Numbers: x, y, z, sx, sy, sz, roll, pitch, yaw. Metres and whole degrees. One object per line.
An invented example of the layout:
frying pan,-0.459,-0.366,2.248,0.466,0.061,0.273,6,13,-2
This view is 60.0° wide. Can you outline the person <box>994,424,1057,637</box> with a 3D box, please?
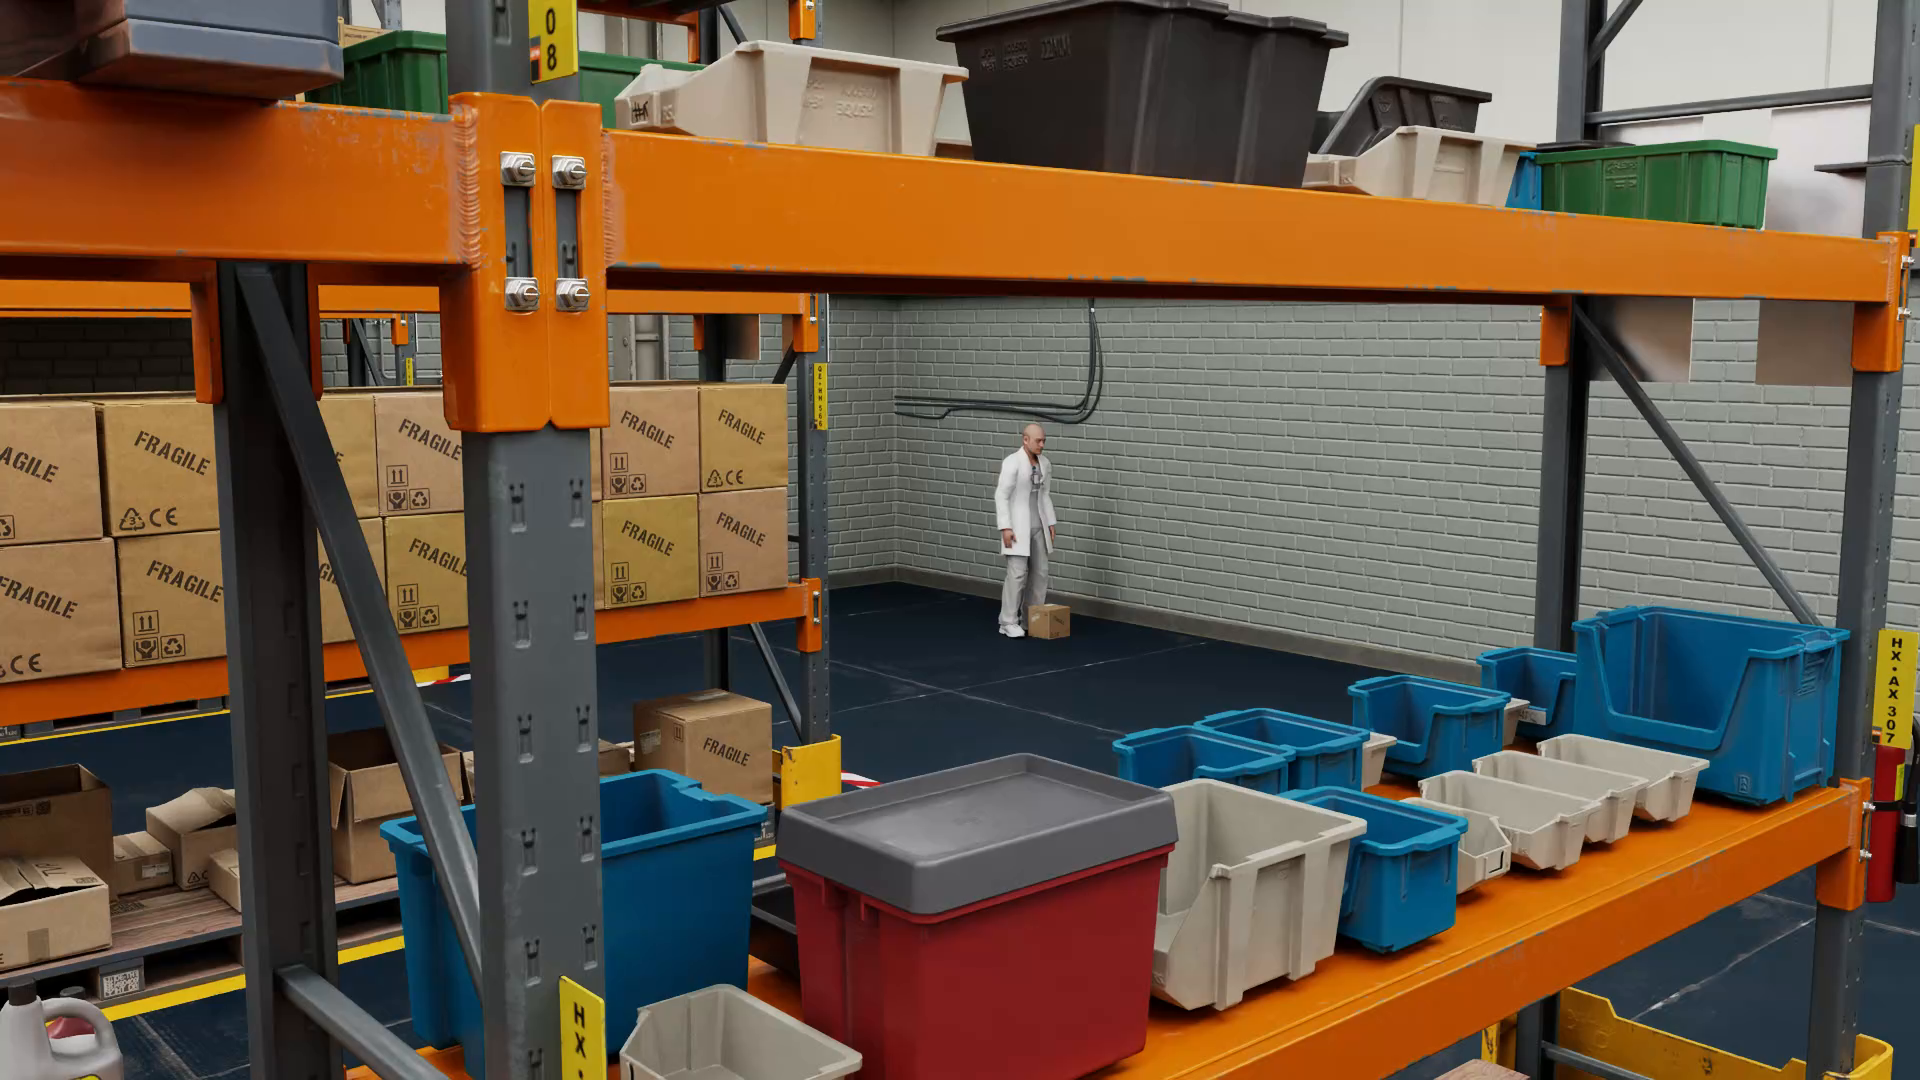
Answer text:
person,0.568,-0.092,14.058,0.647,1.774,0.421,-6,10,-41
